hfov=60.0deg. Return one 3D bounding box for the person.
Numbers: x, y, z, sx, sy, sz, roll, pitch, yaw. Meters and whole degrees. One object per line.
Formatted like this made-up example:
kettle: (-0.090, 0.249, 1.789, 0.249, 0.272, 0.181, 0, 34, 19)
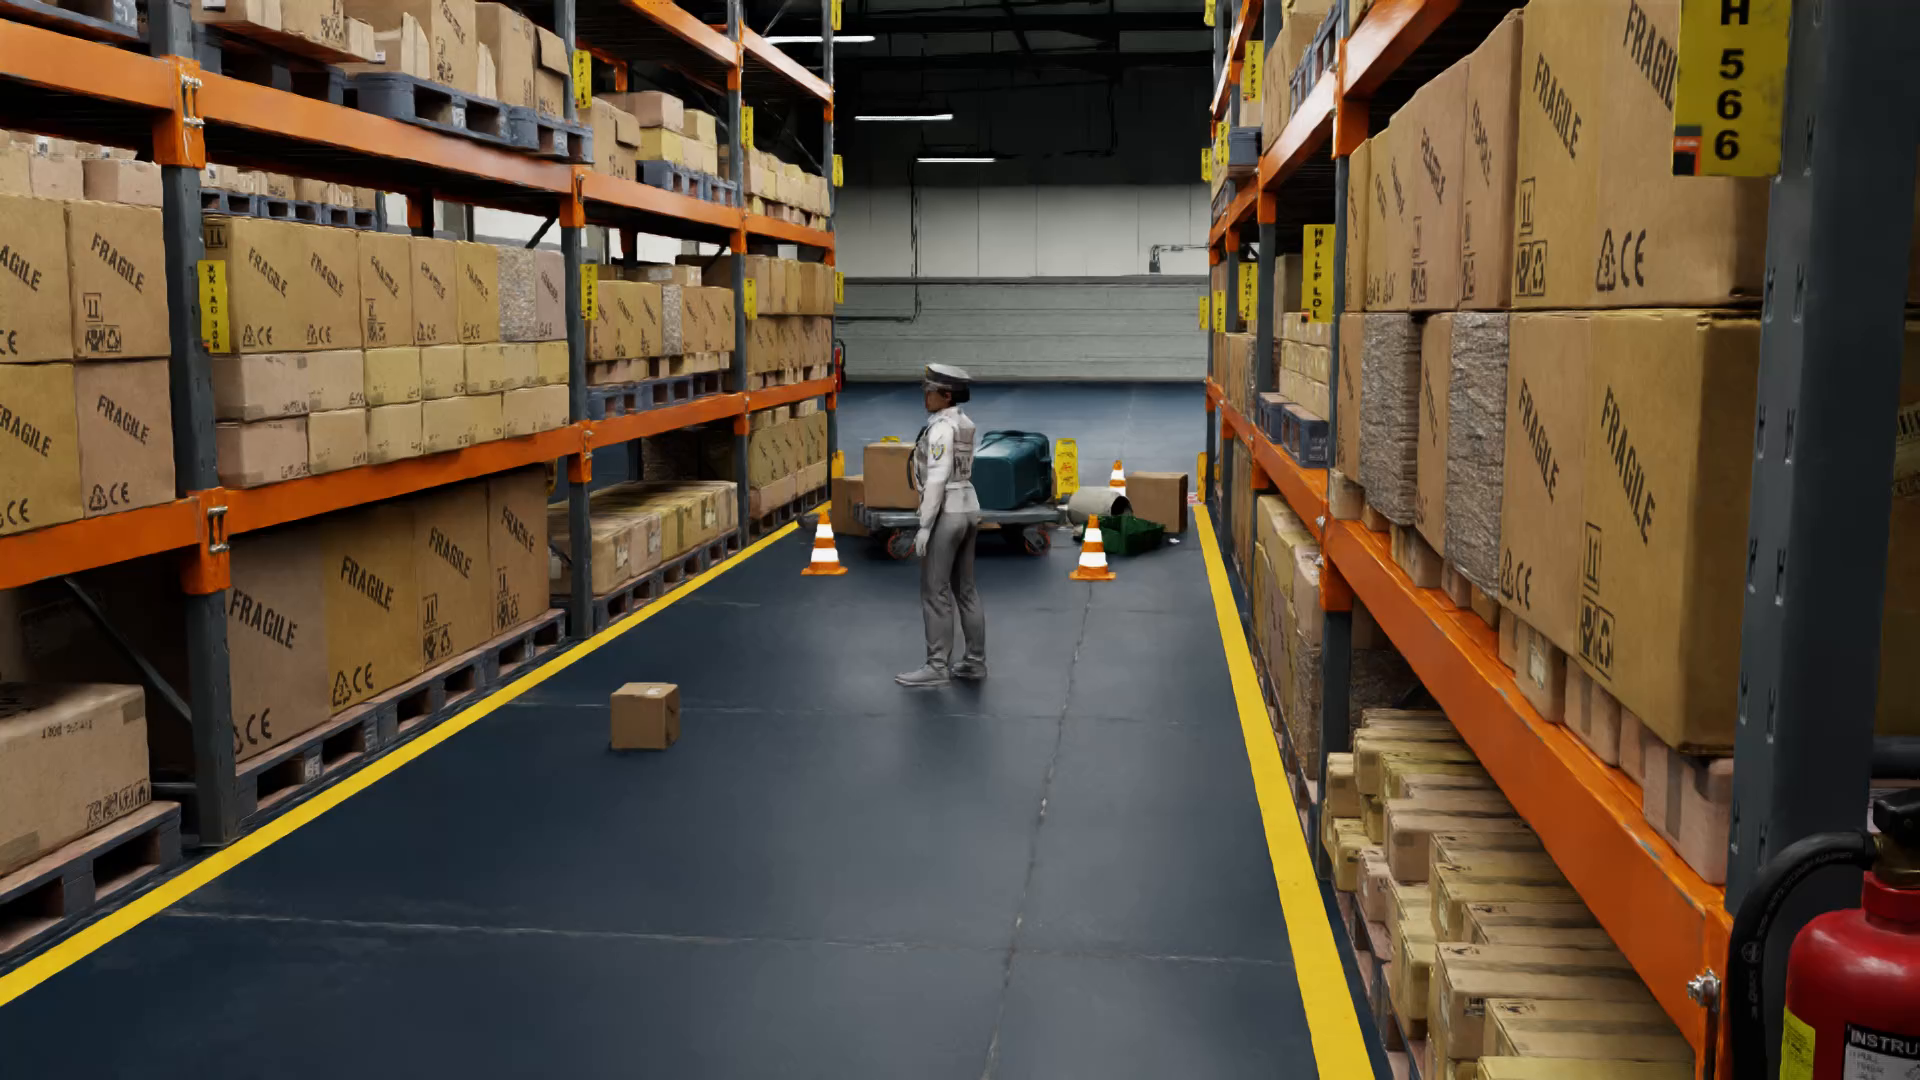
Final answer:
person: (-0.082, -0.084, 8.688, 0.394, 1.678, 0.553, 3, 8, 22)
